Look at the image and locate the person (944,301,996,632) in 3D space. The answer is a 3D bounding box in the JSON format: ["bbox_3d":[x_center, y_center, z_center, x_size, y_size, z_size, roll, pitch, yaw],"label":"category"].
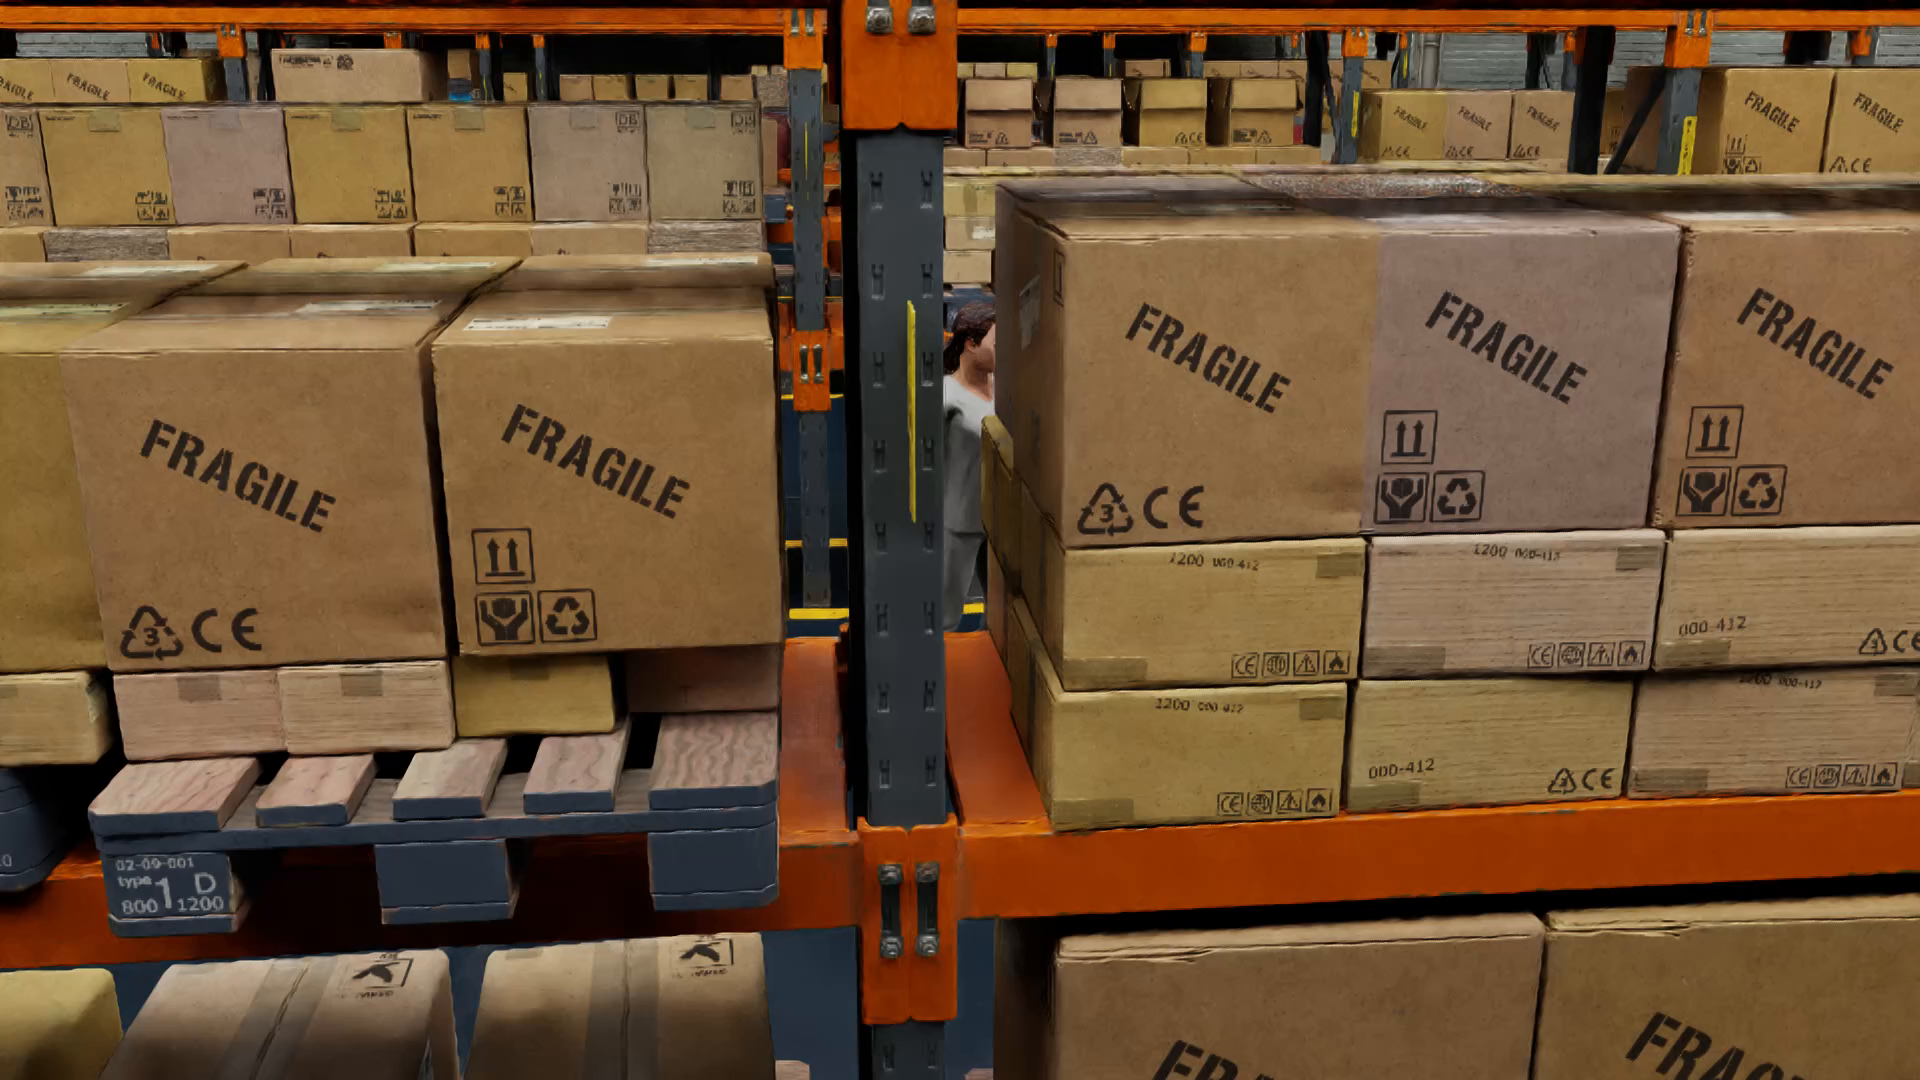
[{"bbox_3d":[0.037,-0.049,6.198,0.512,1.672,0.349,-13,21,-37],"label":"person"}]
